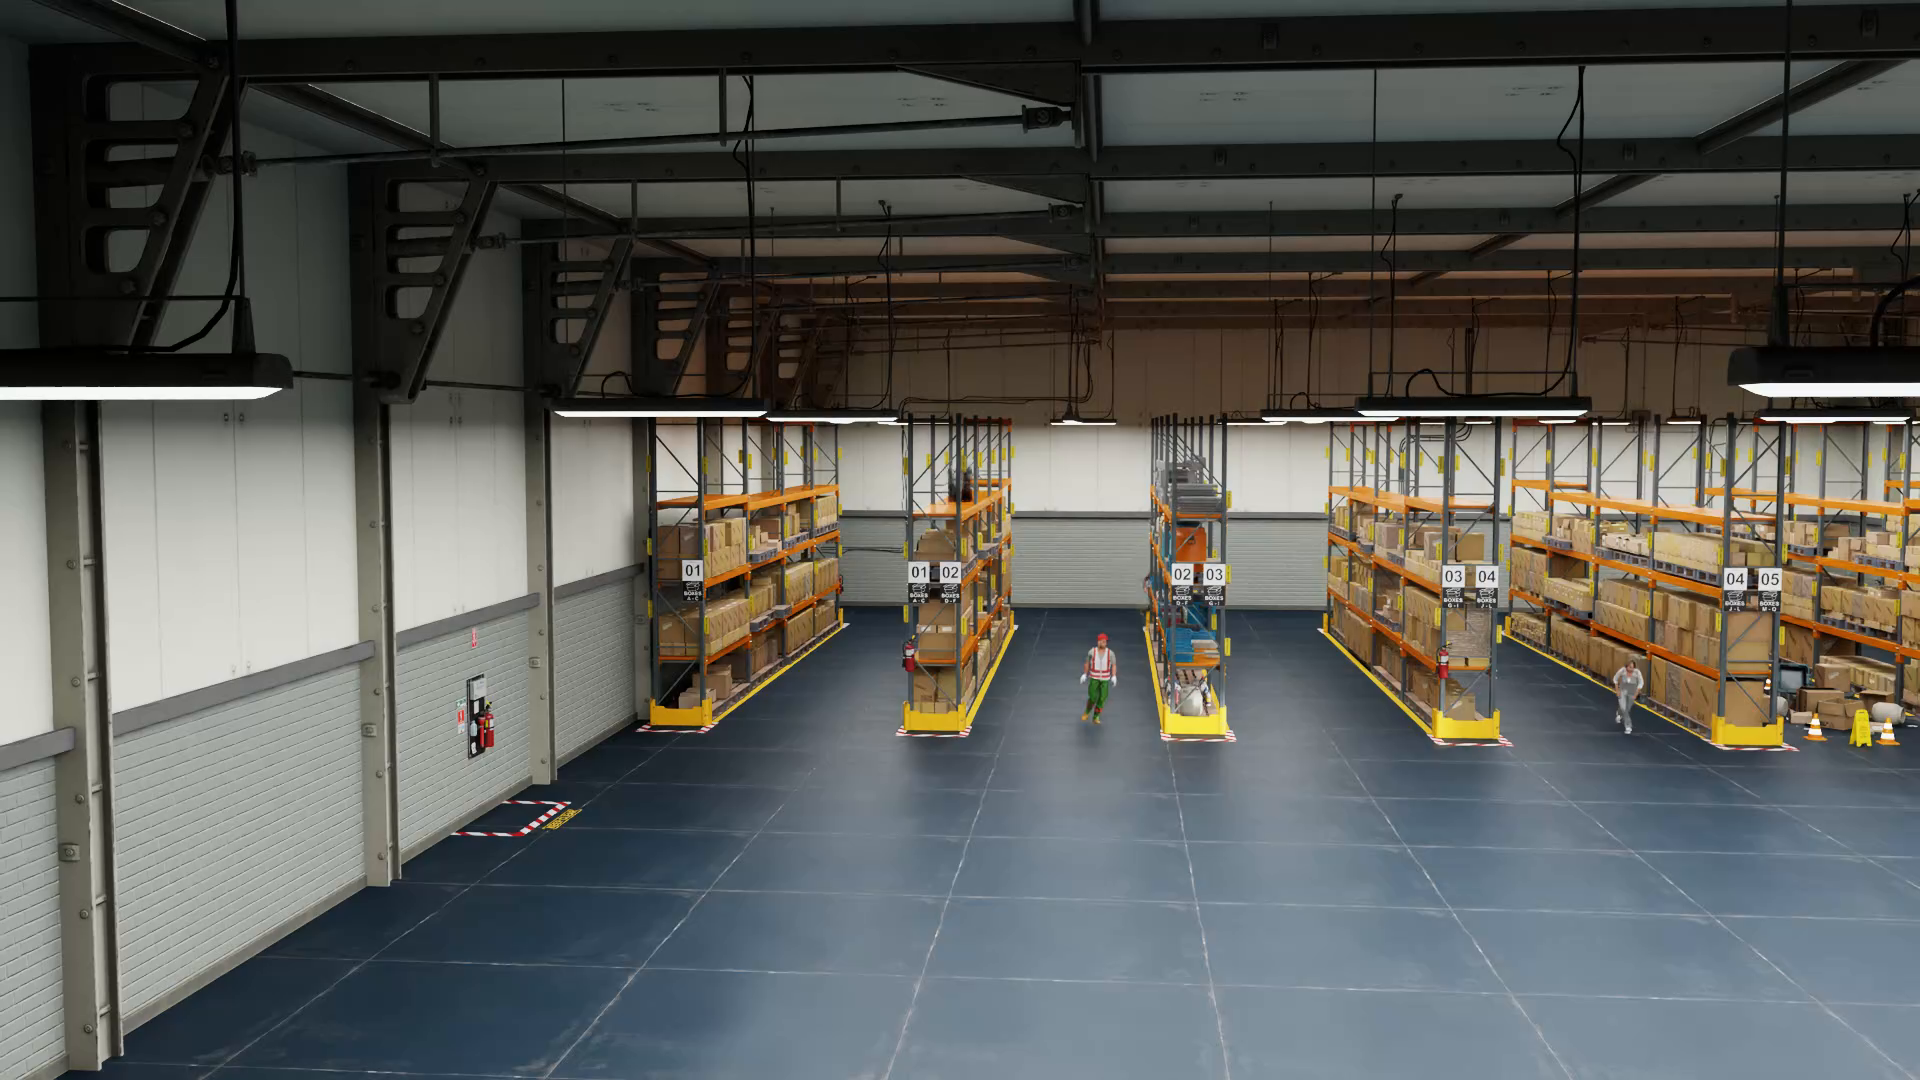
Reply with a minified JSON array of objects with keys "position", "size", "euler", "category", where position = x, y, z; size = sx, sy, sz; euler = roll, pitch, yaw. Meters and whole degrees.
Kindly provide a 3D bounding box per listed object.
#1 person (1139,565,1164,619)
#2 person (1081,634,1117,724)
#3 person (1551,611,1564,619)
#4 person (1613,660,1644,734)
[{"position":[5.727,1.586,49.339],"size":[0.657,1.721,0.816],"euler":[4,5,43],"category":"person"},{"position":[2.664,2.674,31.903],"size":[0.675,1.747,0.568],"euler":[0,4,-3],"category":"person"},{"position":[16.975,1.701,47.668],"size":[0.814,1.652,0.655],"euler":[-2,5,-32],"category":"person"},{"position":[12.577,2.934,31.362],"size":[0.534,1.374,0.966],"euler":[1,4,13],"category":"person"}]
